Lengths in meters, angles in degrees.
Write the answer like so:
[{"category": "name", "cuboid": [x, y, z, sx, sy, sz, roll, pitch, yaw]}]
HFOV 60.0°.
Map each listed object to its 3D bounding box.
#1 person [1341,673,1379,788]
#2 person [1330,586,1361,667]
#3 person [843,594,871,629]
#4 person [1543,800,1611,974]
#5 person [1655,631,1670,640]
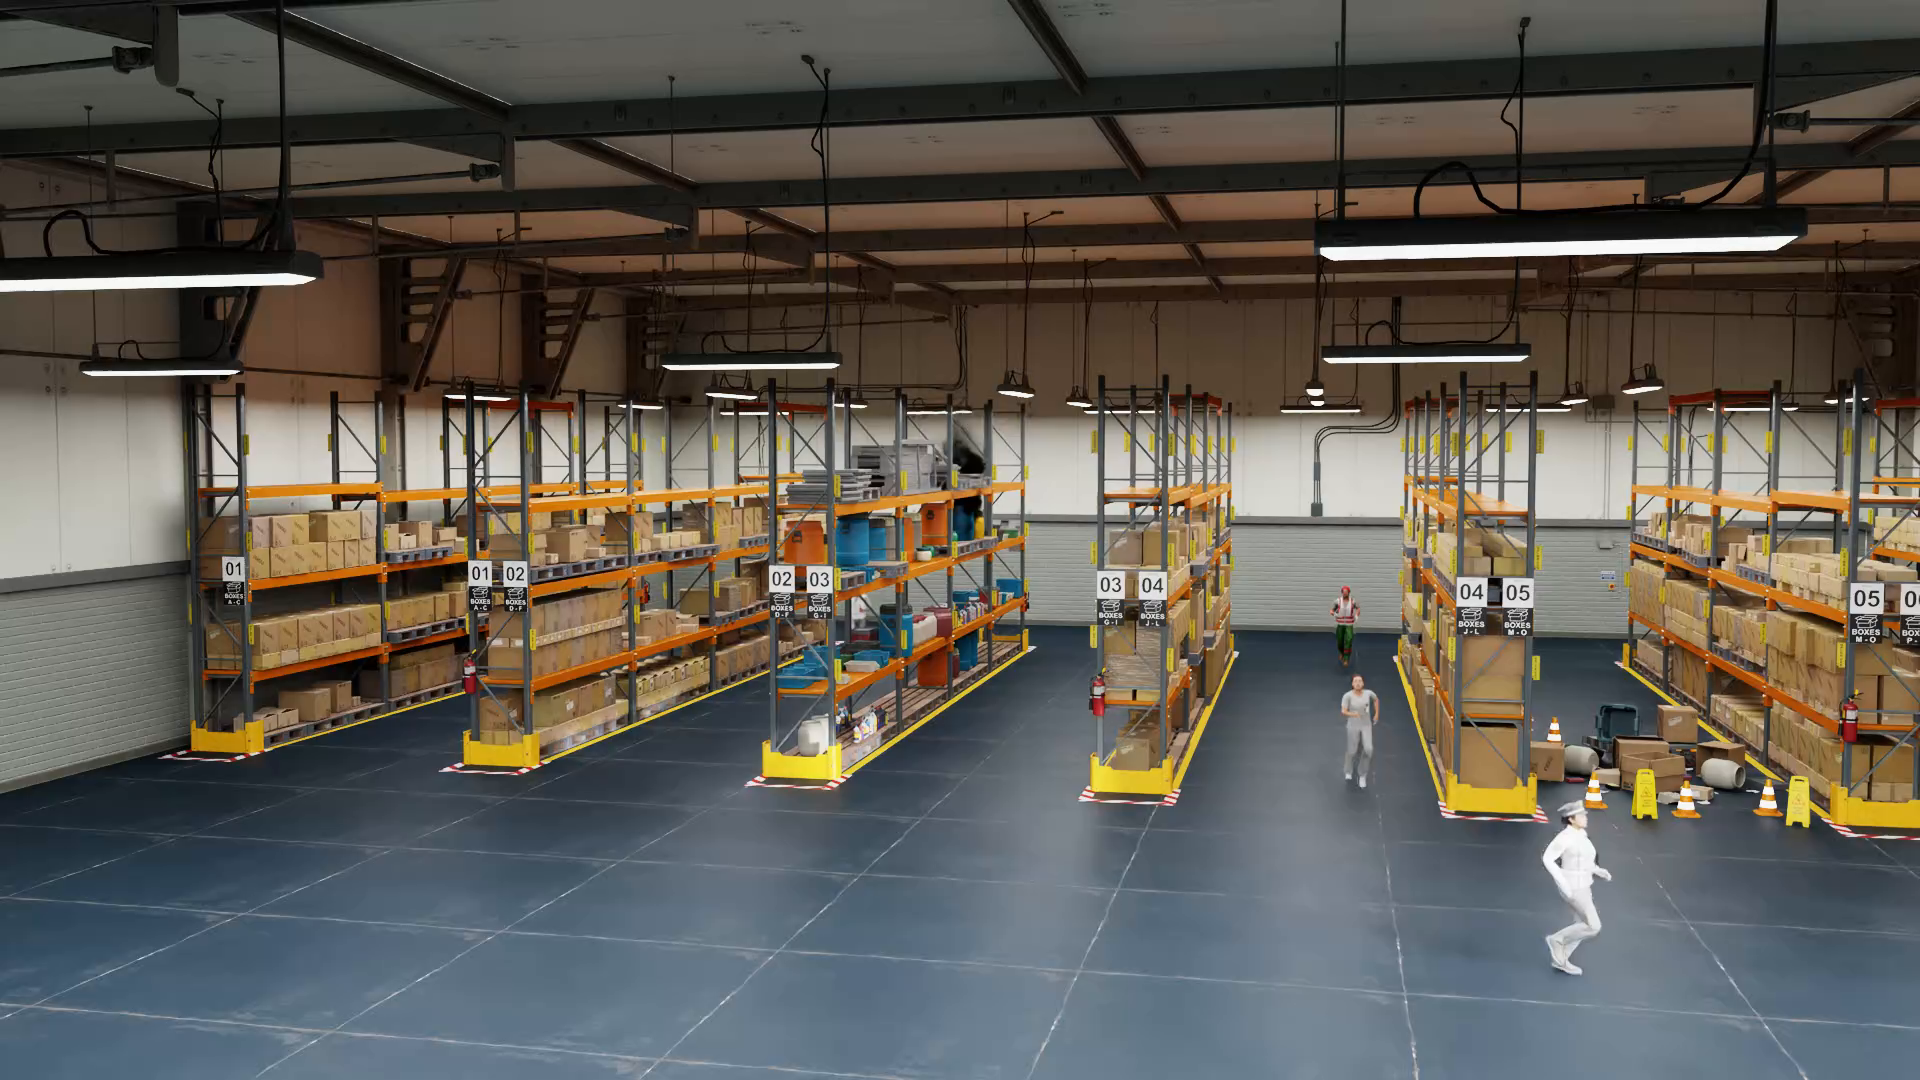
[{"category": "person", "cuboid": [5.849, 2.773, 24.330, 0.570, 1.663, 0.853, 0, 3, 6]}, {"category": "person", "cuboid": [8.721, 1.933, 37.692, 0.672, 1.785, 0.988, 1, 3, 16]}, {"category": "person", "cuboid": [-2.378, 1.790, 38.246, 0.669, 1.741, 0.826, 0, 3, 4]}, {"category": "person", "cuboid": [5.848, 3.277, 15.680, 0.535, 1.659, 0.605, 3, 4, 40]}, {"category": "person", "cuboid": [16.354, 1.922, 38.615, 0.770, 1.718, 0.983, -2, 4, -29]}]
